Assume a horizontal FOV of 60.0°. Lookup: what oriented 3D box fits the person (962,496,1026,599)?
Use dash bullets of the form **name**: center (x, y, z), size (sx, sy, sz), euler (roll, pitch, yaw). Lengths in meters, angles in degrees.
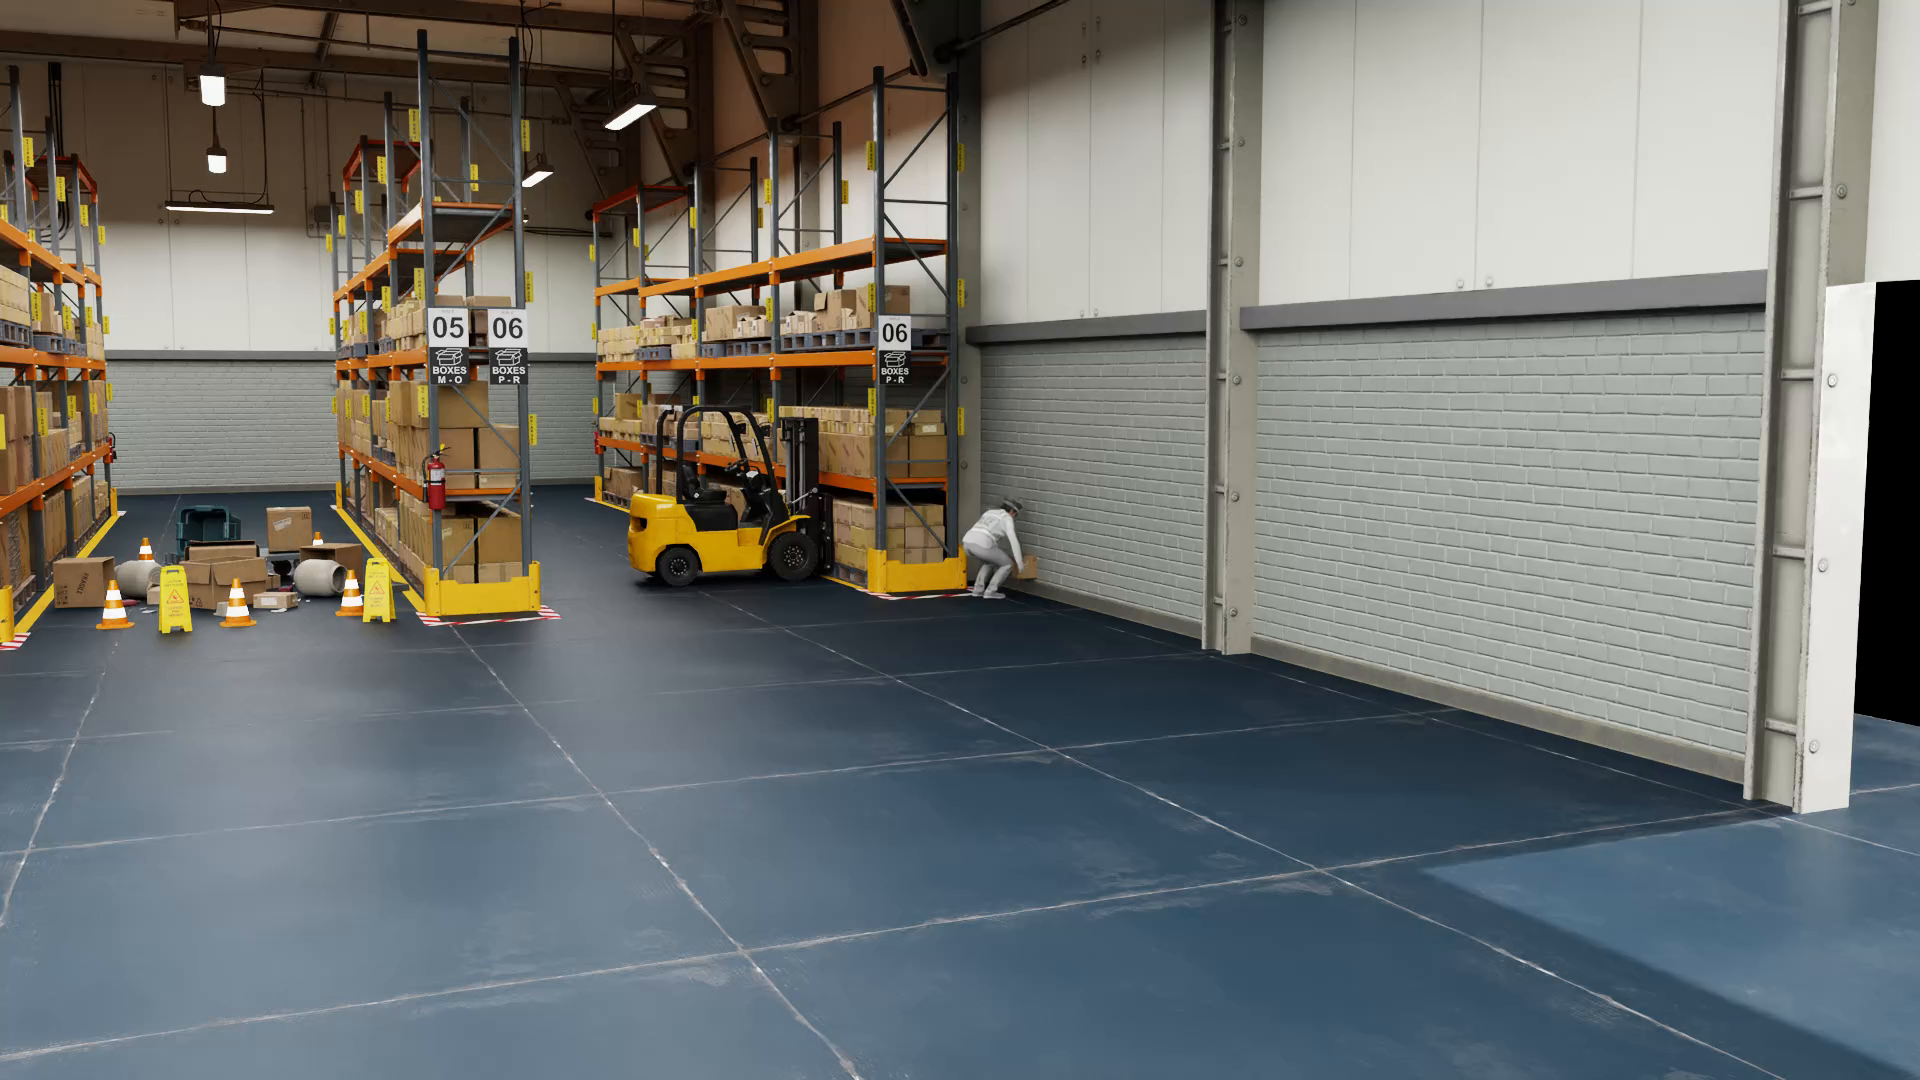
- **person**: center (0.383, 0.086, 18.903), size (0.796, 1.135, 0.515), euler (-4, 7, -35)
